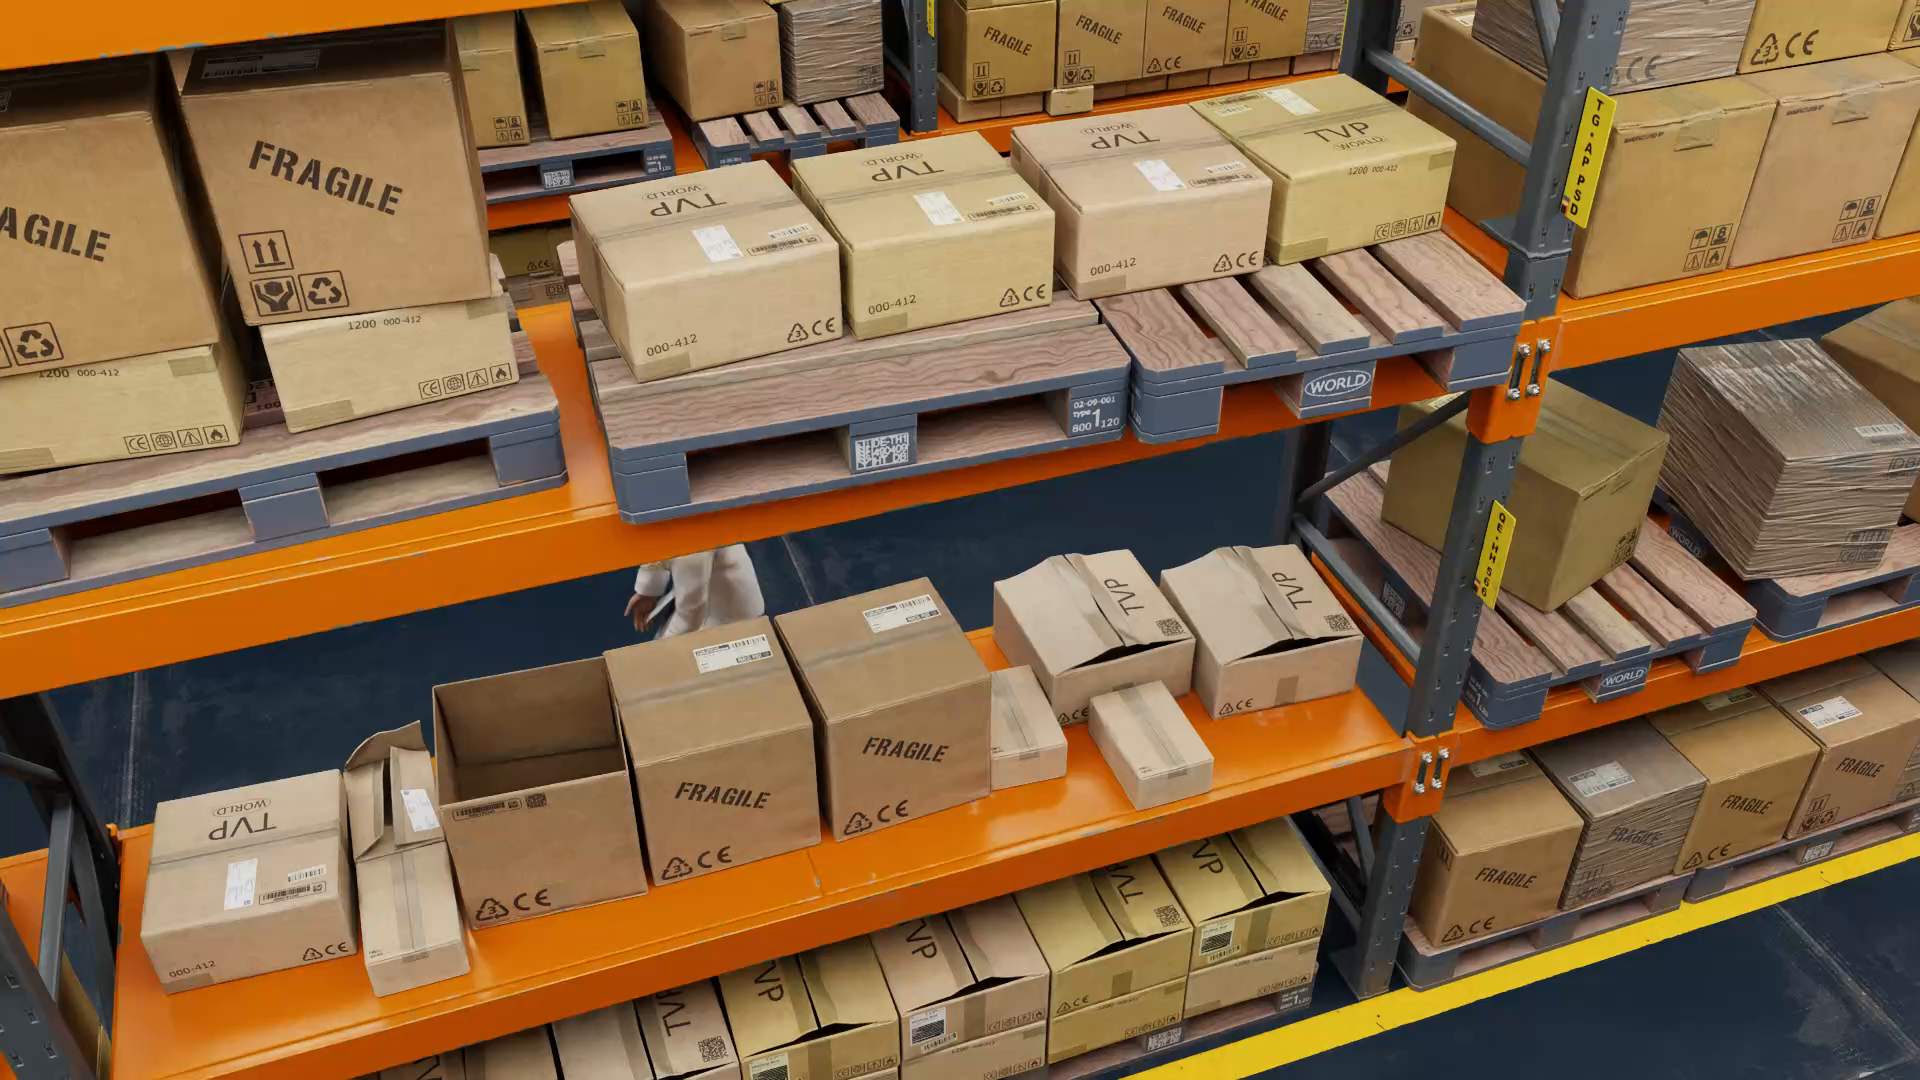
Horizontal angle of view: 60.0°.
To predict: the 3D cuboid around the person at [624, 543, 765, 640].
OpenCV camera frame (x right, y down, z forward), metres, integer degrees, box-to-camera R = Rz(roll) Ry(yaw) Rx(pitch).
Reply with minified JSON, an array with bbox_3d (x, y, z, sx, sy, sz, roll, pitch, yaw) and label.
[{"bbox_3d":[-1.048,0.301,6.546,0.564,1.612,0.620,-12,39,-15],"label":"person"}]
